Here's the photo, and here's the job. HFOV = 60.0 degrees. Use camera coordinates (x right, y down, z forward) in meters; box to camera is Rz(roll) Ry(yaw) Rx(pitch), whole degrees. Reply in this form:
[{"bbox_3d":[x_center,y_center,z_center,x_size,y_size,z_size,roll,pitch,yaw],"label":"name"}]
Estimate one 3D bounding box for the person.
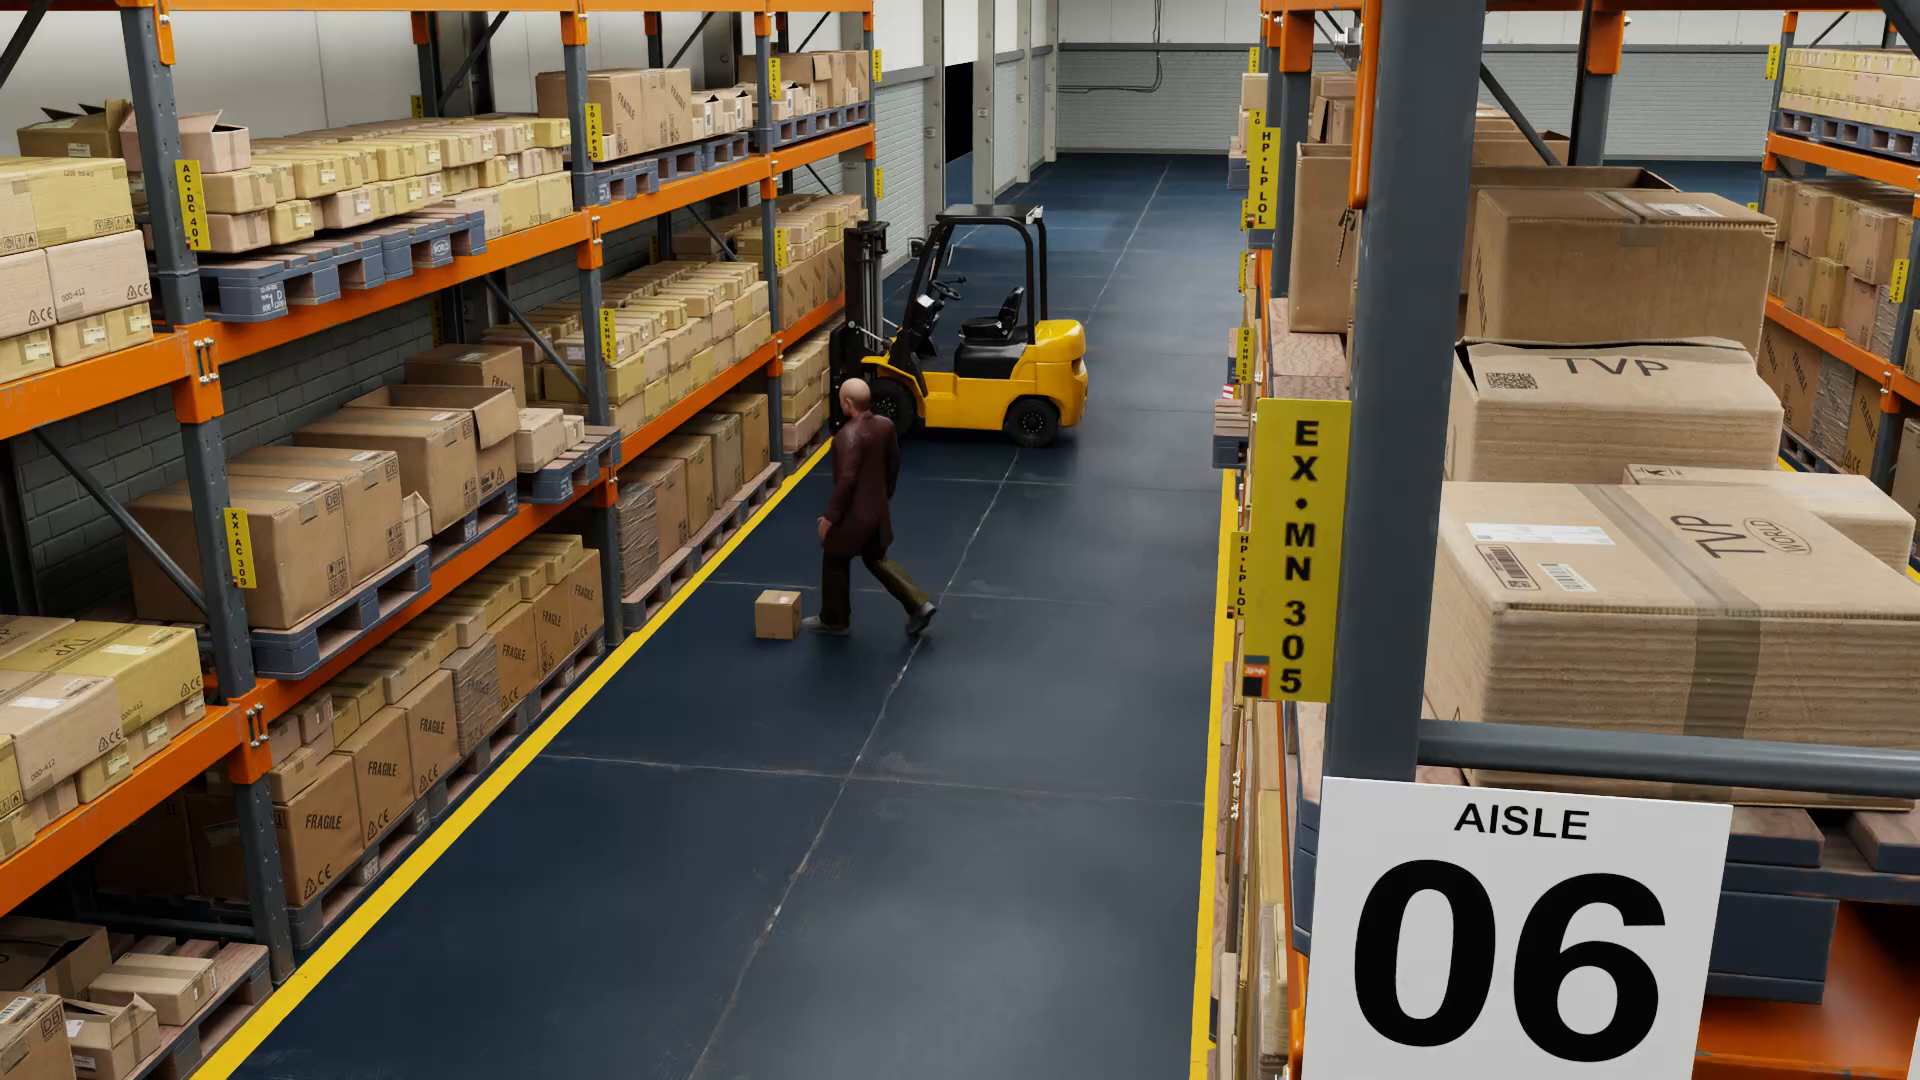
[{"bbox_3d":[-0.646,-0.180,10.686,0.942,1.764,0.714,11,20,30],"label":"person"}]
